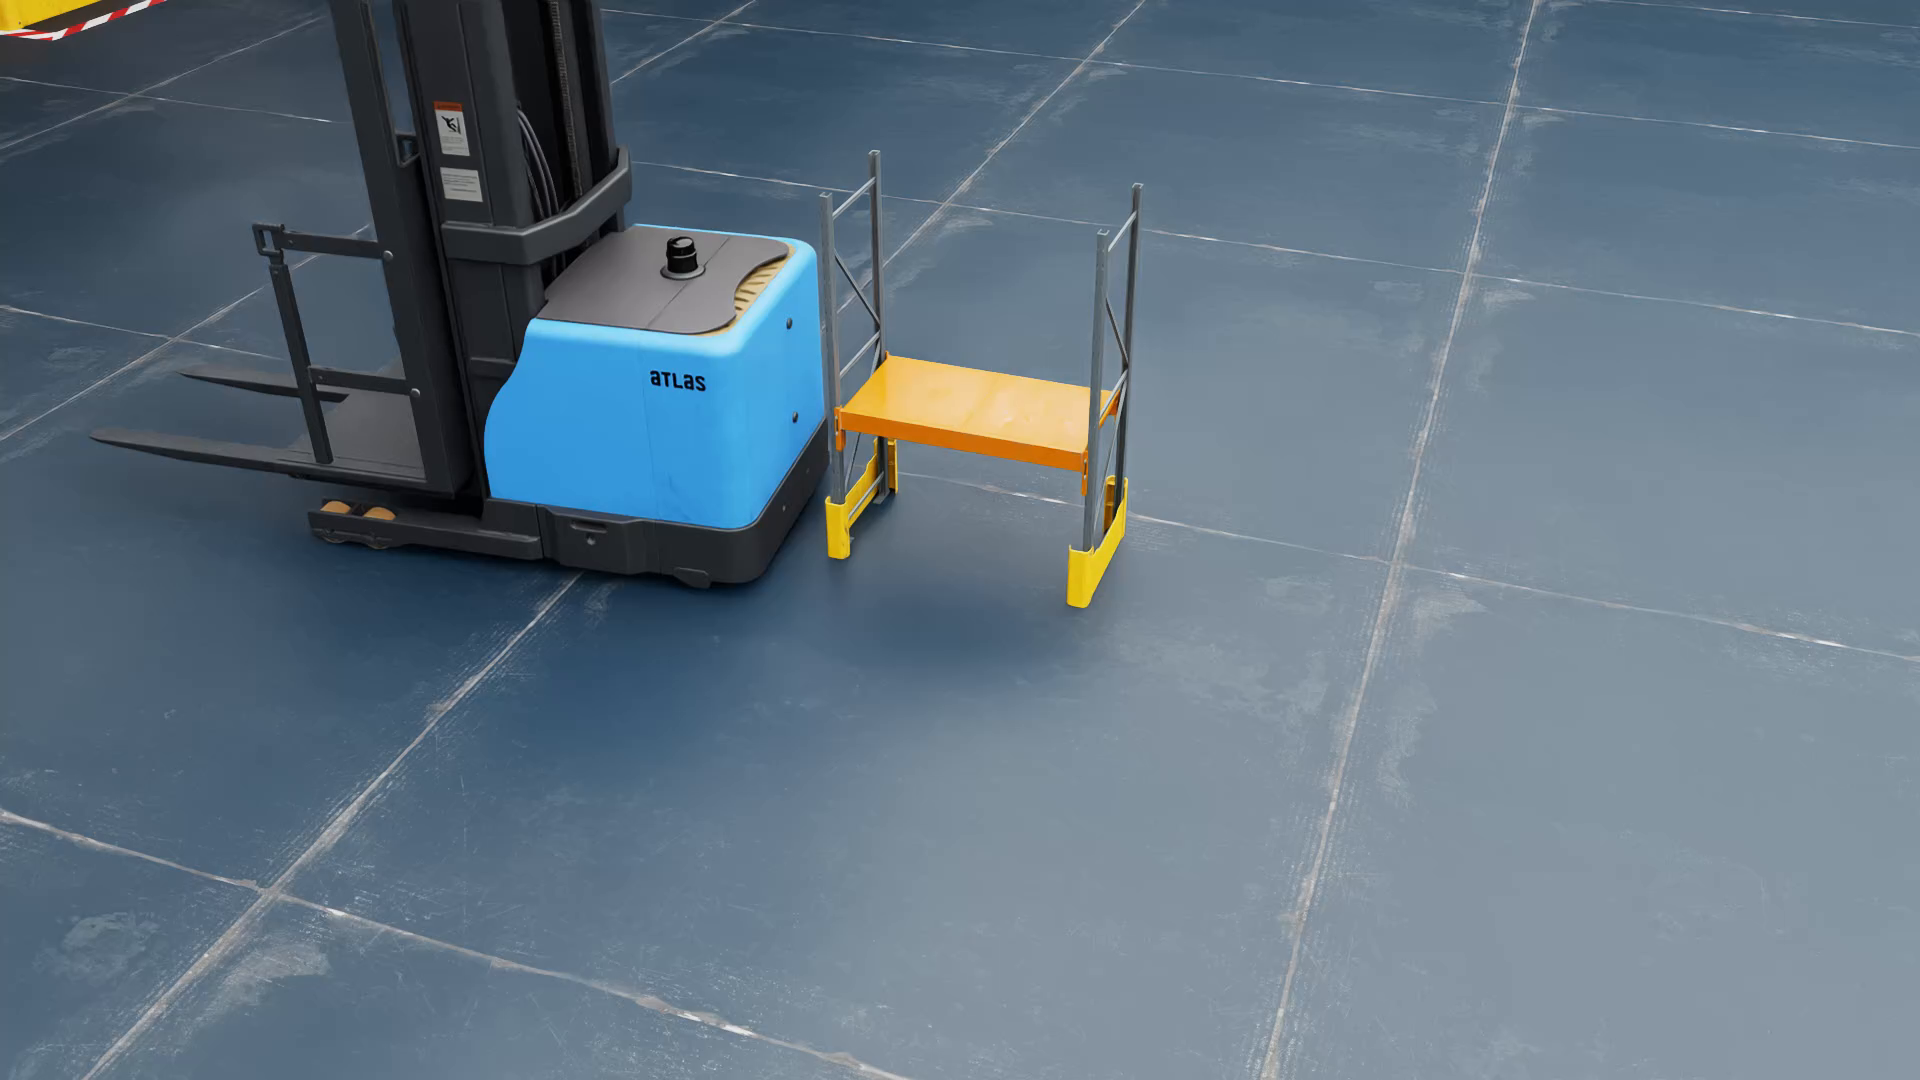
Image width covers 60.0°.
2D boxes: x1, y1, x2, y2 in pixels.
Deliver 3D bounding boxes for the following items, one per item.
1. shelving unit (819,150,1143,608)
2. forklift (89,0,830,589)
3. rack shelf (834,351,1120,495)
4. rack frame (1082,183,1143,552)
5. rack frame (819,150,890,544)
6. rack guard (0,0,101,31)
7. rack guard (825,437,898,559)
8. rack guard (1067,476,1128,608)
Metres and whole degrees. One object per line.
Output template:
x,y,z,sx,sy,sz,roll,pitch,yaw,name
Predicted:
0.072,-0.616,6.322,1.083,1.500,0.587,11,34,16,shelving unit
-2.131,-1.462,6.313,3.031,2.935,1.130,8,34,12,forklift
0.080,-0.463,6.417,1.000,0.185,0.538,11,34,16,rack shelf
0.559,-0.521,6.175,0.032,1.500,0.500,11,34,16,rack frame
-0.398,-0.707,6.463,0.032,1.500,0.500,11,34,16,rack frame
-7.280,-4.459,13.195,0.348,0.500,1.175,11,34,16,rack guard
-0.397,-0.182,6.802,0.087,0.250,0.587,11,34,16,rack guard
0.541,0.000,6.519,0.087,0.250,0.587,11,34,16,rack guard
